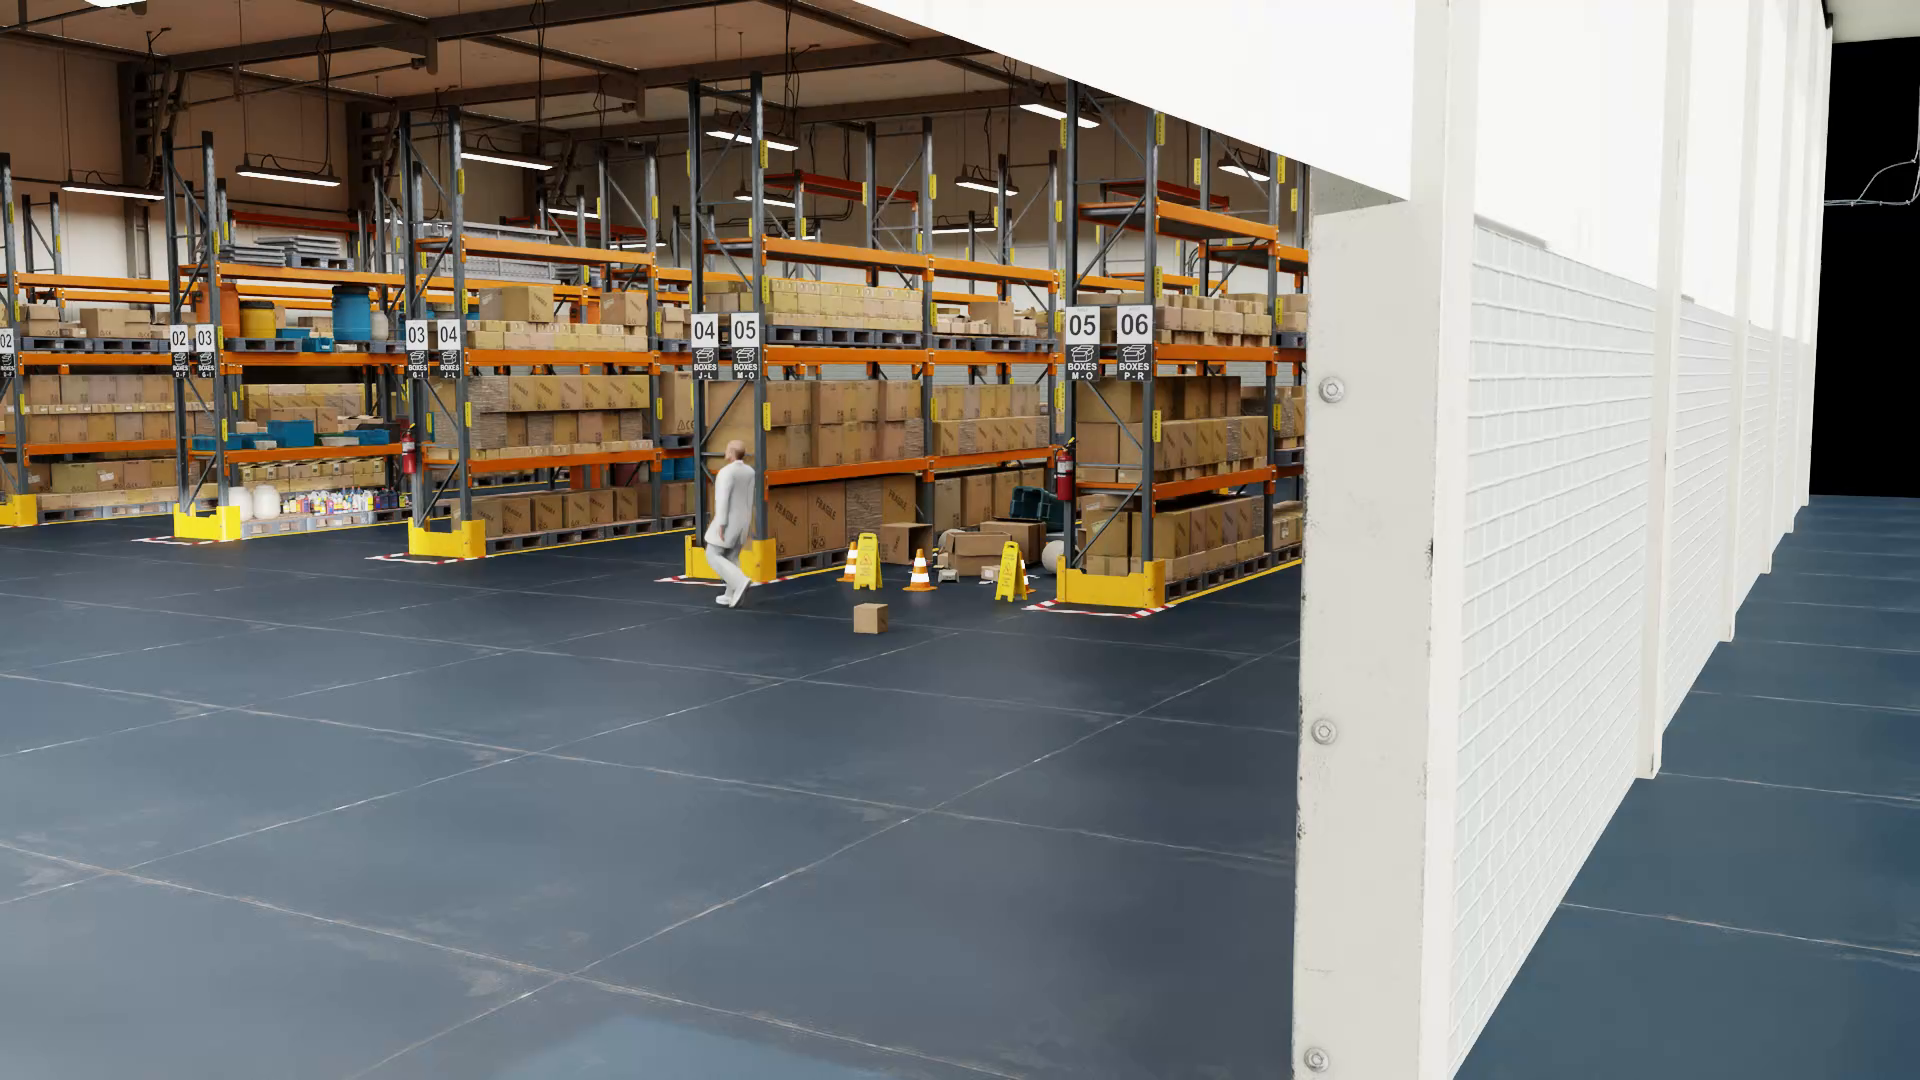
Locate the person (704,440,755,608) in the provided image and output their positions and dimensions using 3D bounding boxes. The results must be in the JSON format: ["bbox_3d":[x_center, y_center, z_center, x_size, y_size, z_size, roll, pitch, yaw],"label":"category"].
[{"bbox_3d":[-2.393,-0.171,17.565,0.607,1.749,0.597,4,7,31],"label":"person"}]
